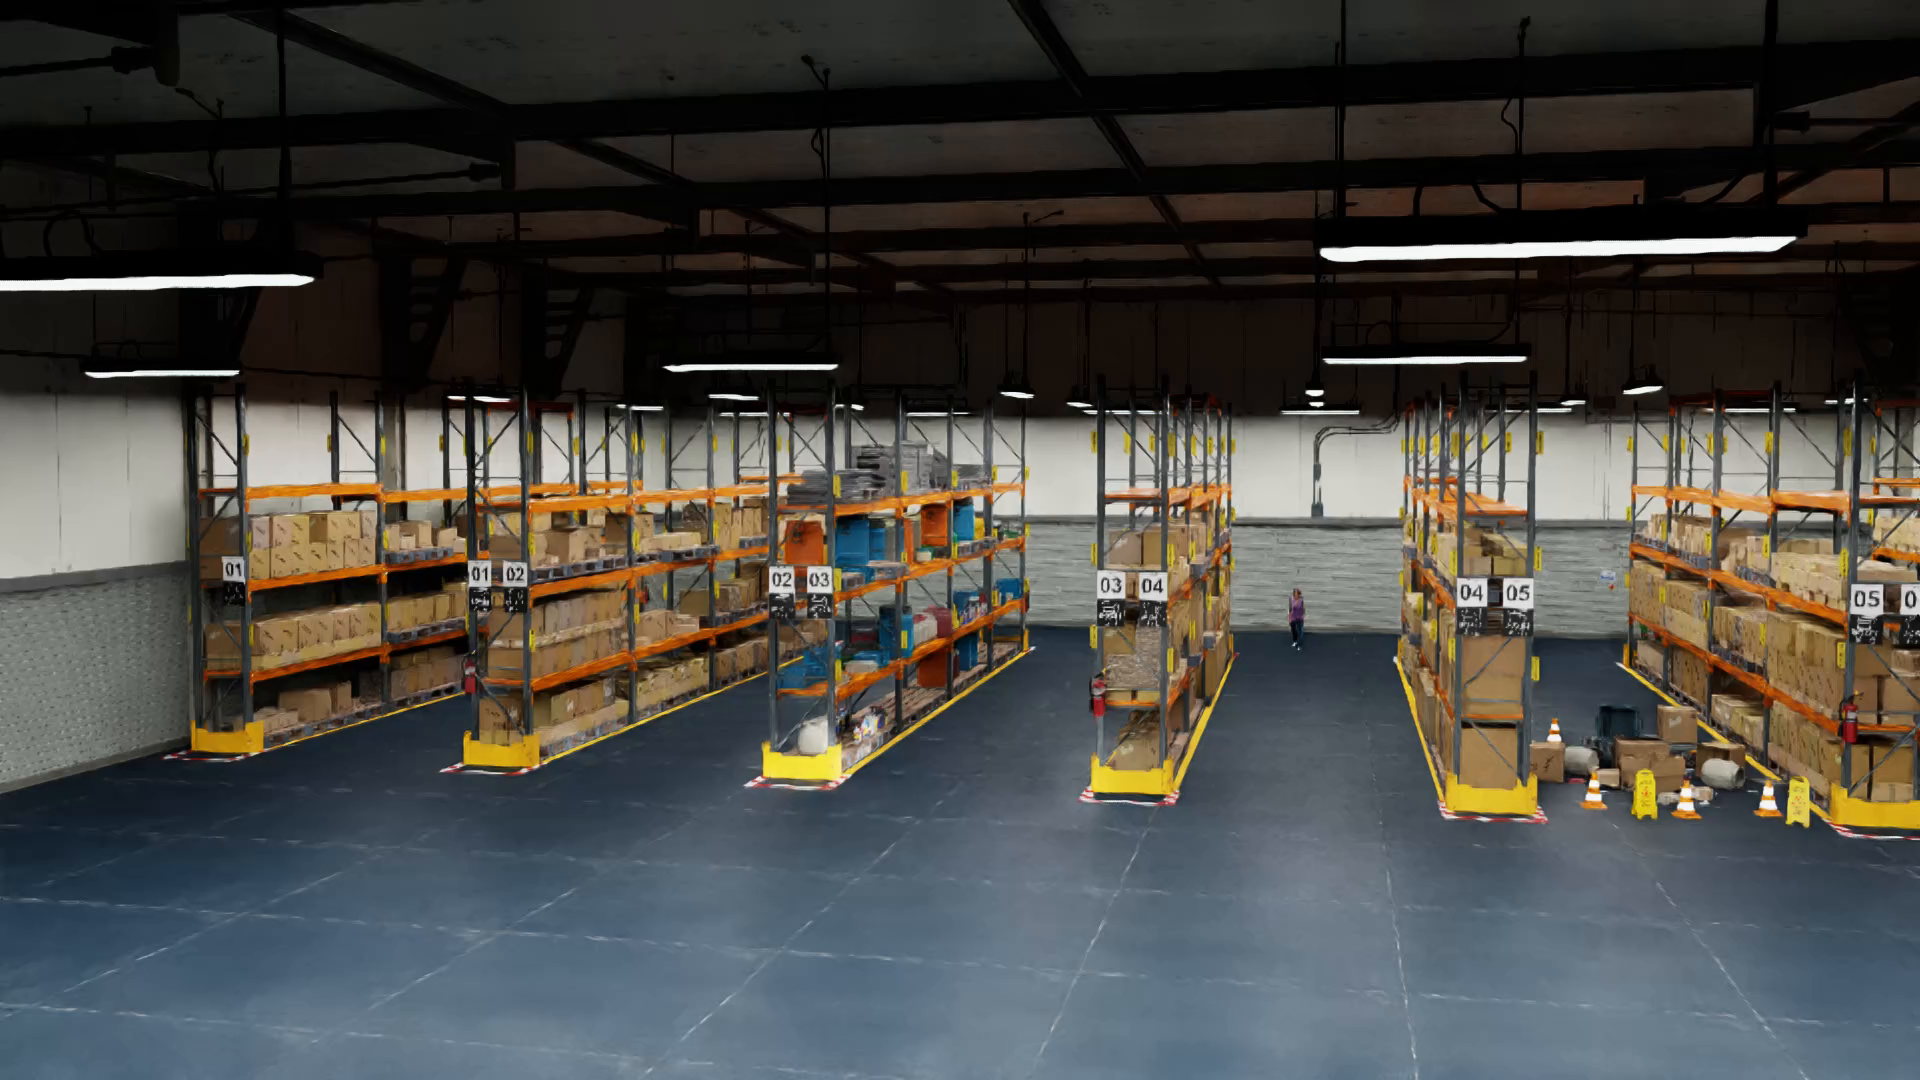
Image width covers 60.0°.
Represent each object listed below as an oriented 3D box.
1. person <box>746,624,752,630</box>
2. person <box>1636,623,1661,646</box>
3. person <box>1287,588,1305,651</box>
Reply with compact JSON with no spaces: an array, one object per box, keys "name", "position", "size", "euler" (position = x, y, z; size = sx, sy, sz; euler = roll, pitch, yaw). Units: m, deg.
[{"name":"person","position":[-5.398,1.808,41.567],"size":[0.580,1.585,0.507],"euler":[1,3,11]},{"name":"person","position":[17.088,1.767,41.212],"size":[0.620,1.784,0.566],"euler":[-1,4,-23]},{"name":"person","position":[8.205,1.909,40.599],"size":[0.417,1.516,1.037],"euler":[1,3,15]}]
